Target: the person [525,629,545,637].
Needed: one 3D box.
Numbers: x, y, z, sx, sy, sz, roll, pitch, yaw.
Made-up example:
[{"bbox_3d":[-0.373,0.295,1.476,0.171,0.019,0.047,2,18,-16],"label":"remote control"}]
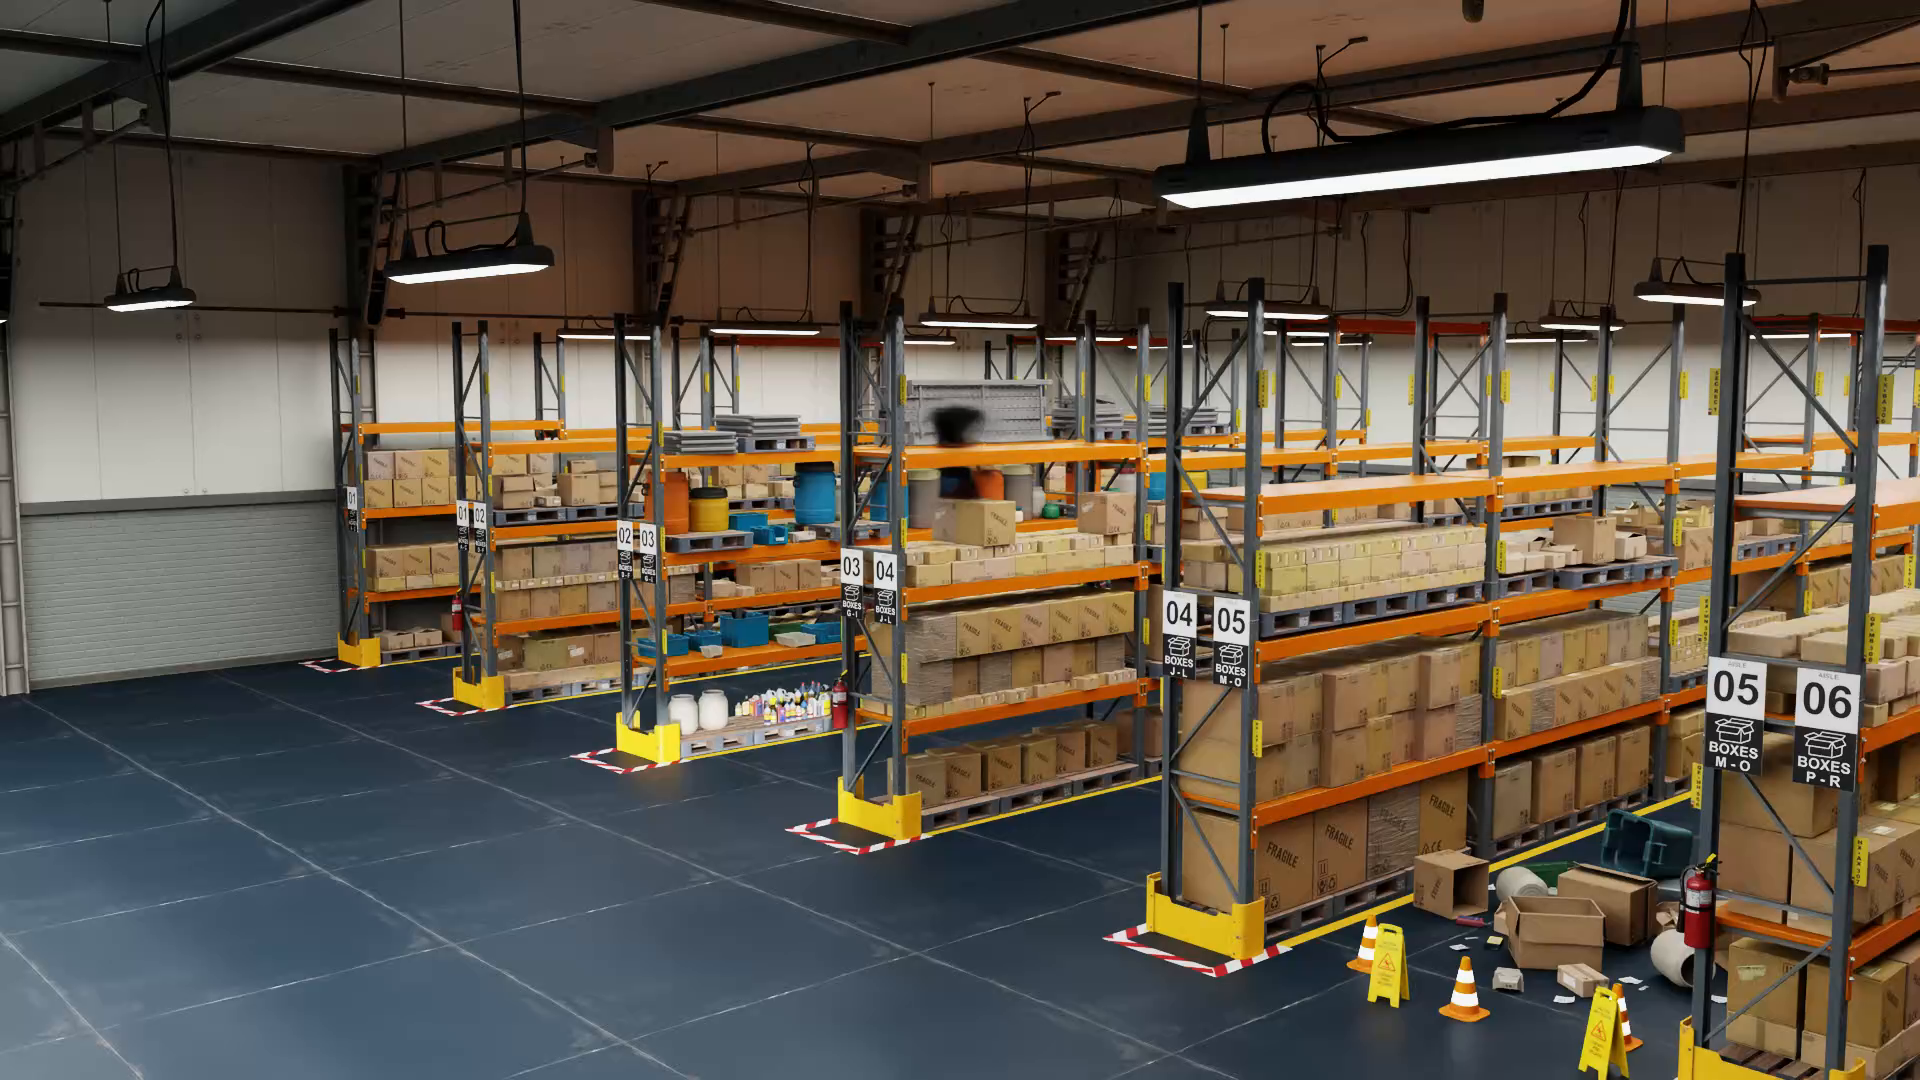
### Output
[{"bbox_3d":[-7.267,1.506,28.705,0.672,1.676,0.687,4,7,34],"label":"person"}]
